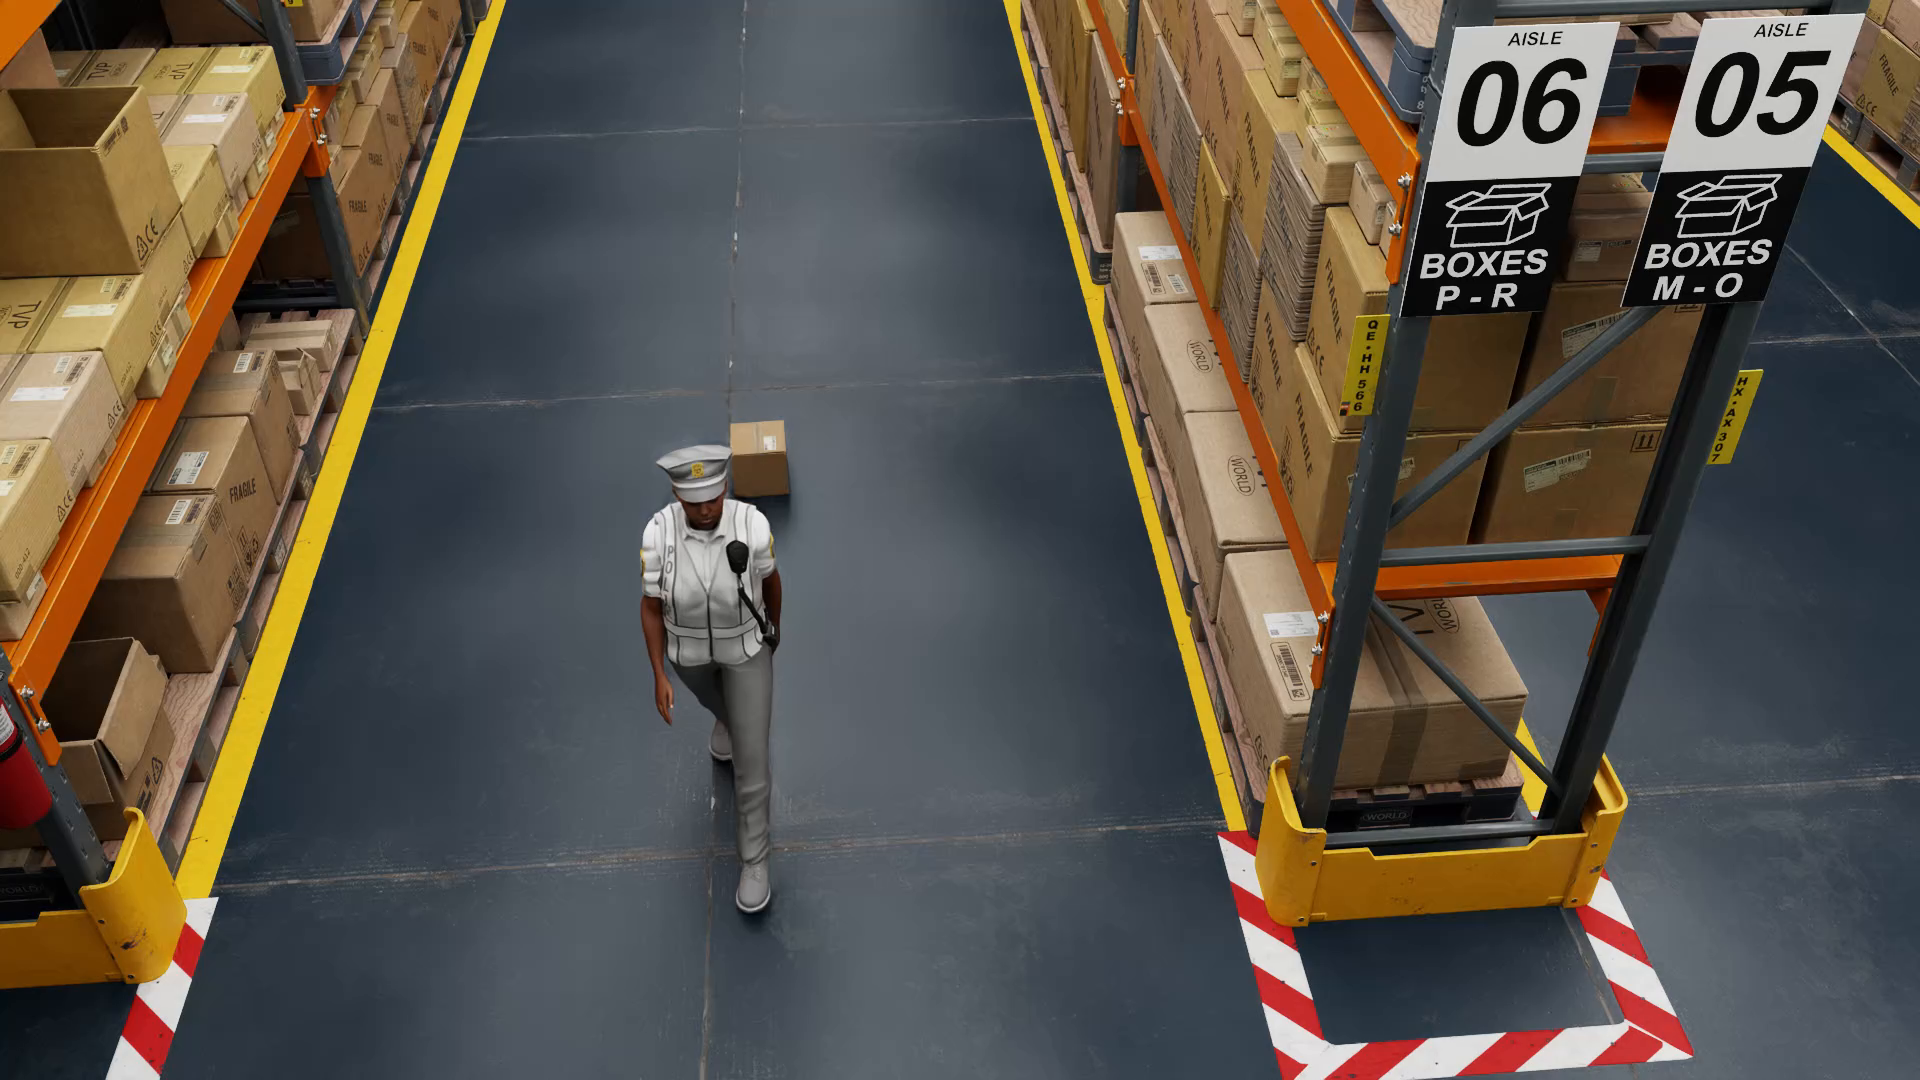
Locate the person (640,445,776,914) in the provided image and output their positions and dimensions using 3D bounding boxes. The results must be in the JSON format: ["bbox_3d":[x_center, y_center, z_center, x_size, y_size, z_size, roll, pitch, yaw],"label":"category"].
[{"bbox_3d":[-0.836,0.370,5.659,0.441,1.622,1.019,-1,39,-1],"label":"person"}]
